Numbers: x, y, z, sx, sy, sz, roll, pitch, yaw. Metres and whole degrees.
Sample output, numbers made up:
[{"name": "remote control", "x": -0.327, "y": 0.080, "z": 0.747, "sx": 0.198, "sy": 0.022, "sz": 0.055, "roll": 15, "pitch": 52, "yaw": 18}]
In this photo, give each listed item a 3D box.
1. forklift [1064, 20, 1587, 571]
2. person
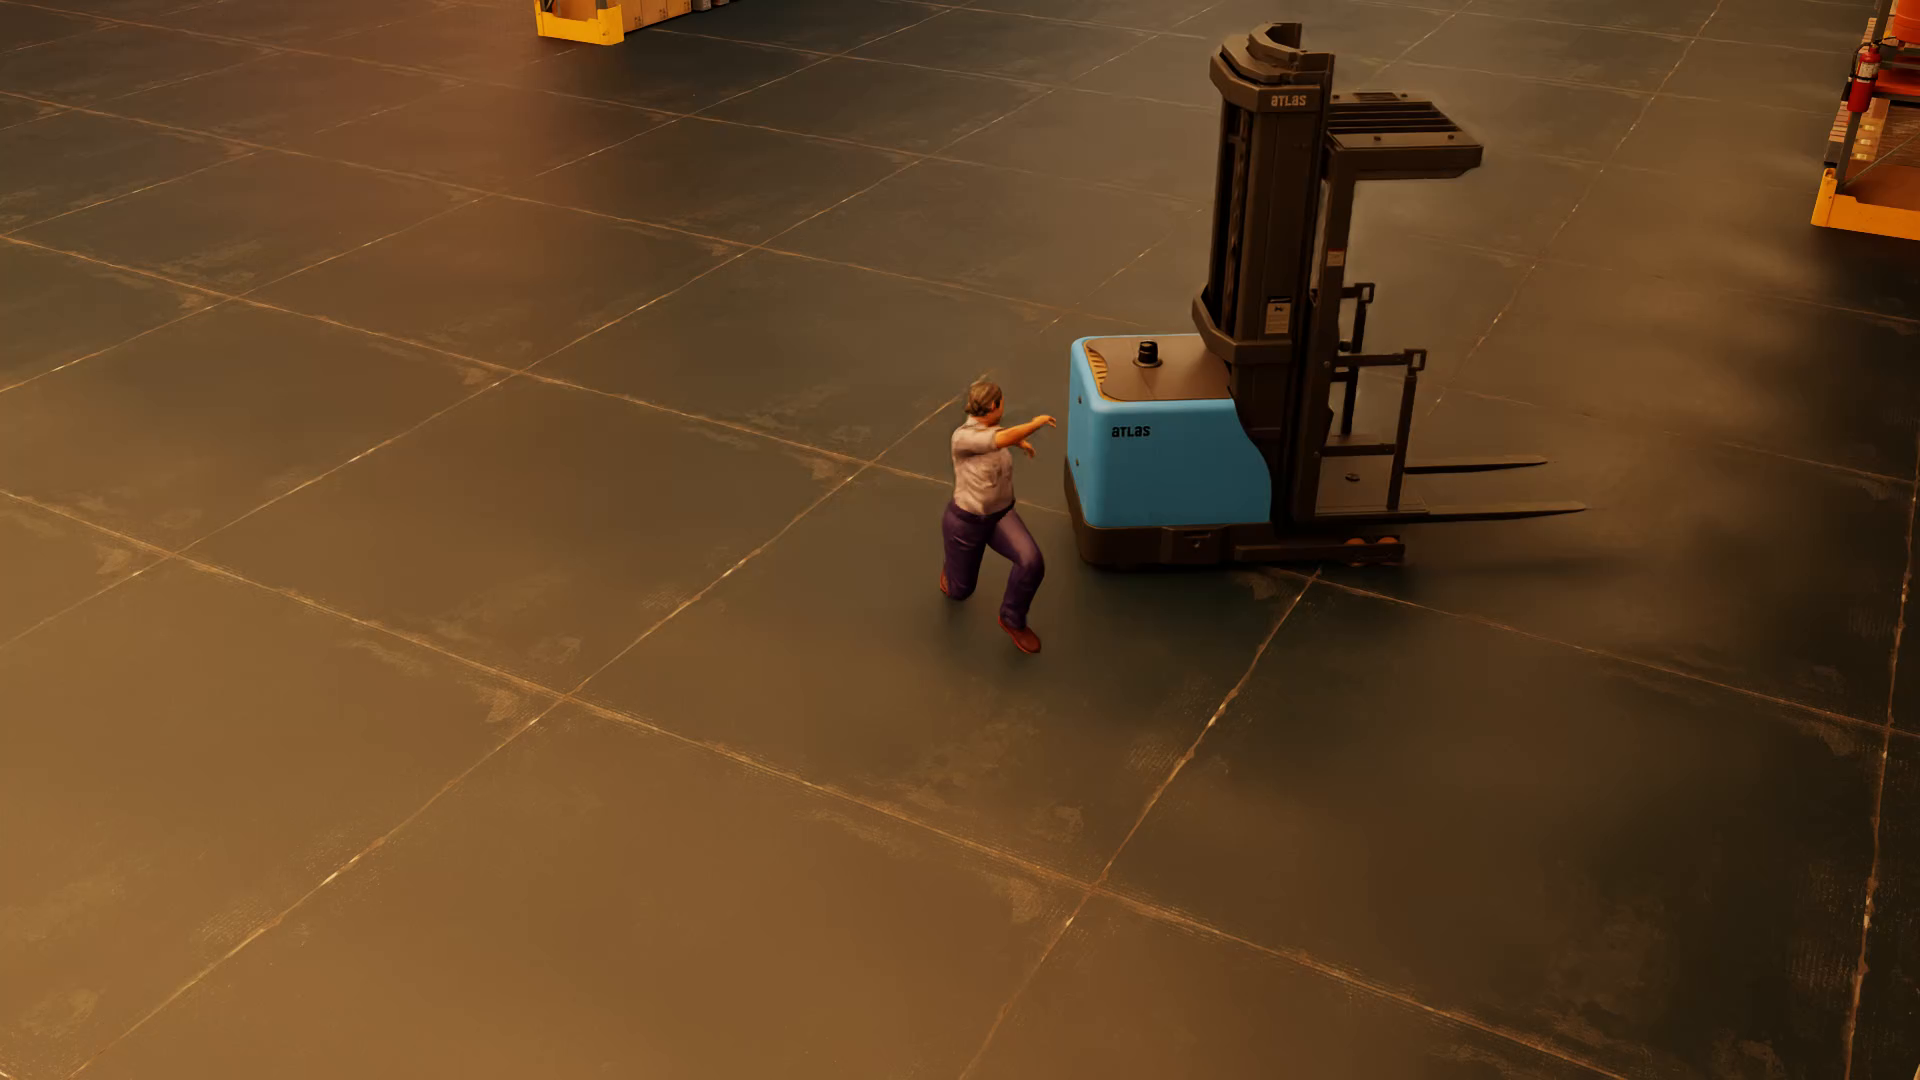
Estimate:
[{"name": "forklift", "x": 2.192, "y": -1.374, "z": 9.451, "sx": 3.031, "sy": 2.935, "sz": 1.130, "roll": -2, "pitch": 30, "yaw": -4}, {"name": "person", "x": 0.282, "y": -0.218, "z": 9.029, "sx": 0.842, "sy": 1.374, "sz": 0.950, "roll": -21, "pitch": 36, "yaw": -31}]
